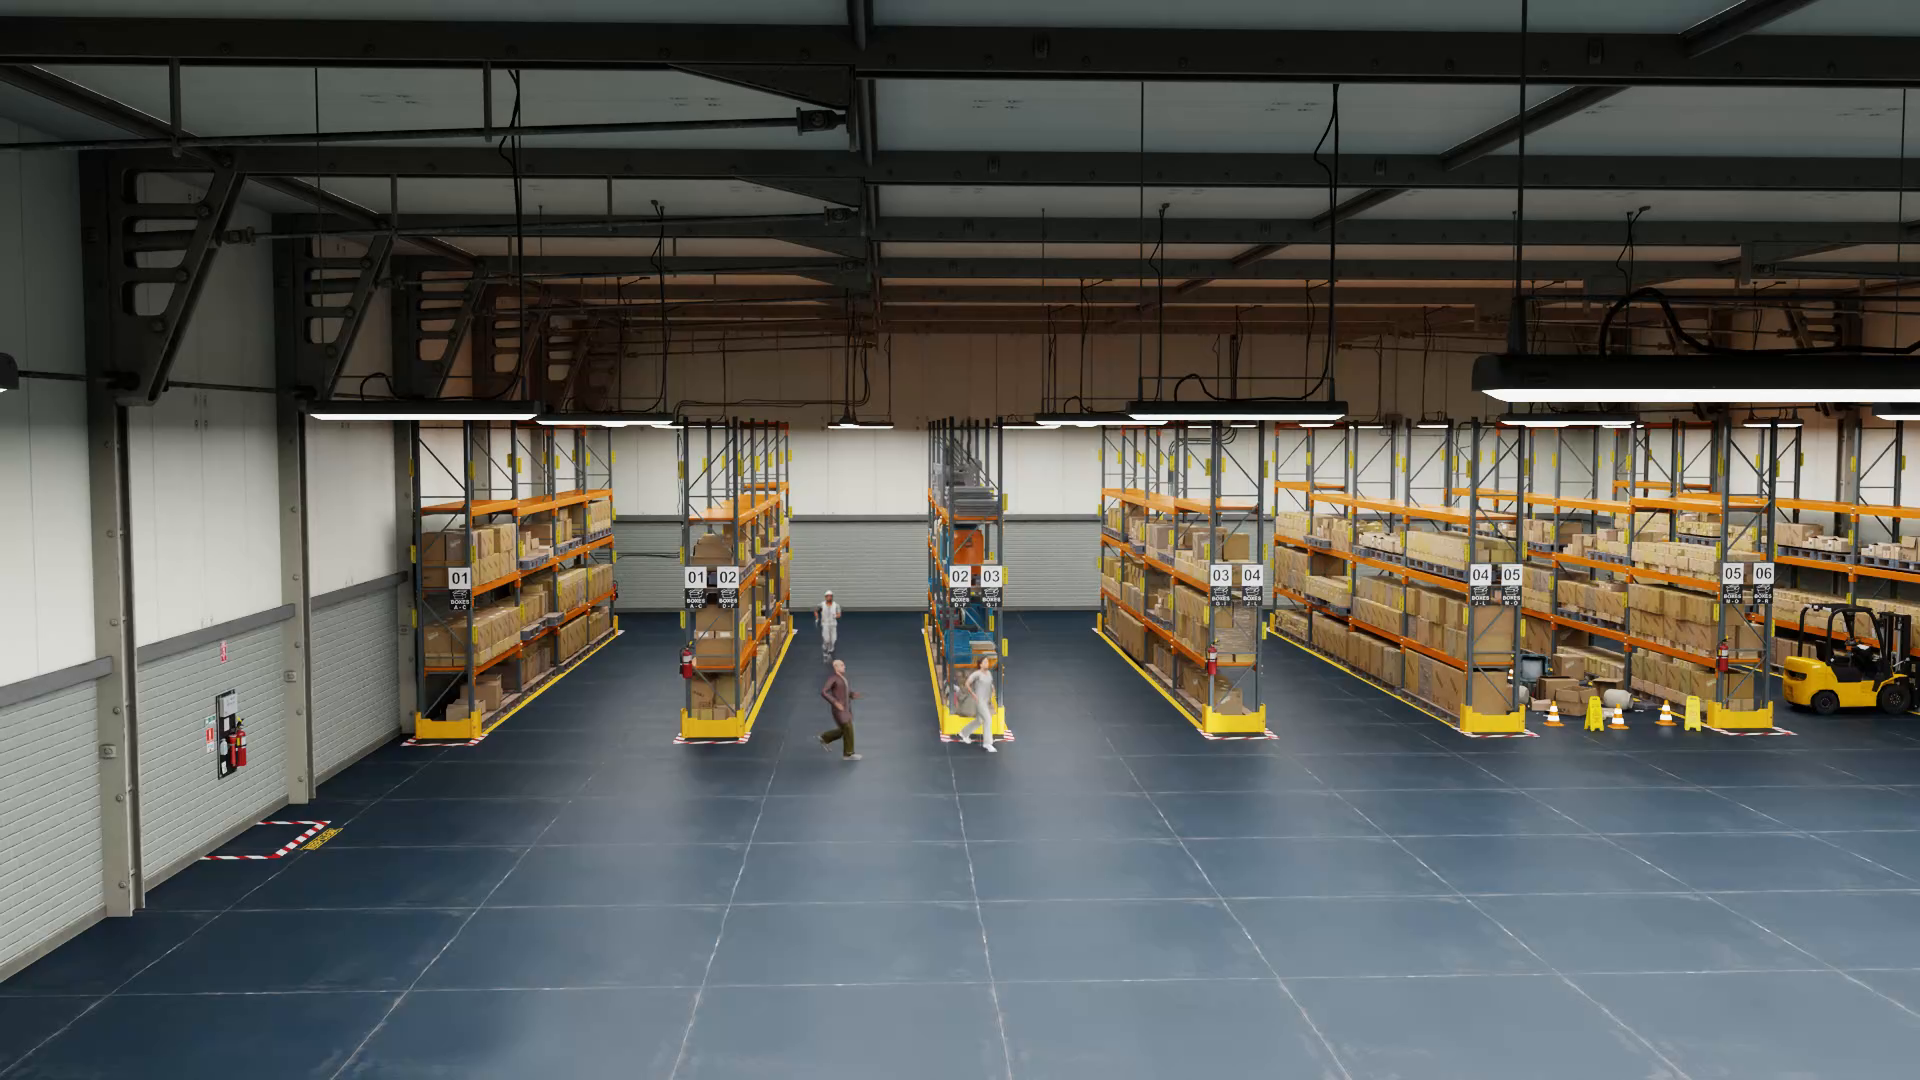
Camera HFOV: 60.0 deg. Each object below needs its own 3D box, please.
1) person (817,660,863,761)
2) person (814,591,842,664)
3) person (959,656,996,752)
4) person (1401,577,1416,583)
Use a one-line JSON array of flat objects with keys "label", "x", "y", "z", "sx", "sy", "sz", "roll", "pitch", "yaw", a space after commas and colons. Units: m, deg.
[{"label": "person", "x": -2.110, "y": 2.956, "z": 28.997, "sx": 0.911, "sy": 1.746, "sz": 0.720, "roll": 1, "pitch": 4, "yaw": 20}, {"label": "person", "x": -3.237, "y": 2.153, "z": 41.036, "sx": 0.644, "sy": 1.796, "sz": 0.713, "roll": -1, "pitch": 4, "yaw": -15}, {"label": "person", "x": 0.356, "y": 2.929, "z": 30.013, "sx": 0.859, "sy": 1.699, "sz": 0.579, "roll": 2, "pitch": 4, "yaw": 33}, {"label": "person", "x": 13.203, "y": 1.667, "z": 49.354, "sx": 0.719, "sy": 1.776, "sz": 0.676, "roll": 0, "pitch": 4, "yaw": 4}]
